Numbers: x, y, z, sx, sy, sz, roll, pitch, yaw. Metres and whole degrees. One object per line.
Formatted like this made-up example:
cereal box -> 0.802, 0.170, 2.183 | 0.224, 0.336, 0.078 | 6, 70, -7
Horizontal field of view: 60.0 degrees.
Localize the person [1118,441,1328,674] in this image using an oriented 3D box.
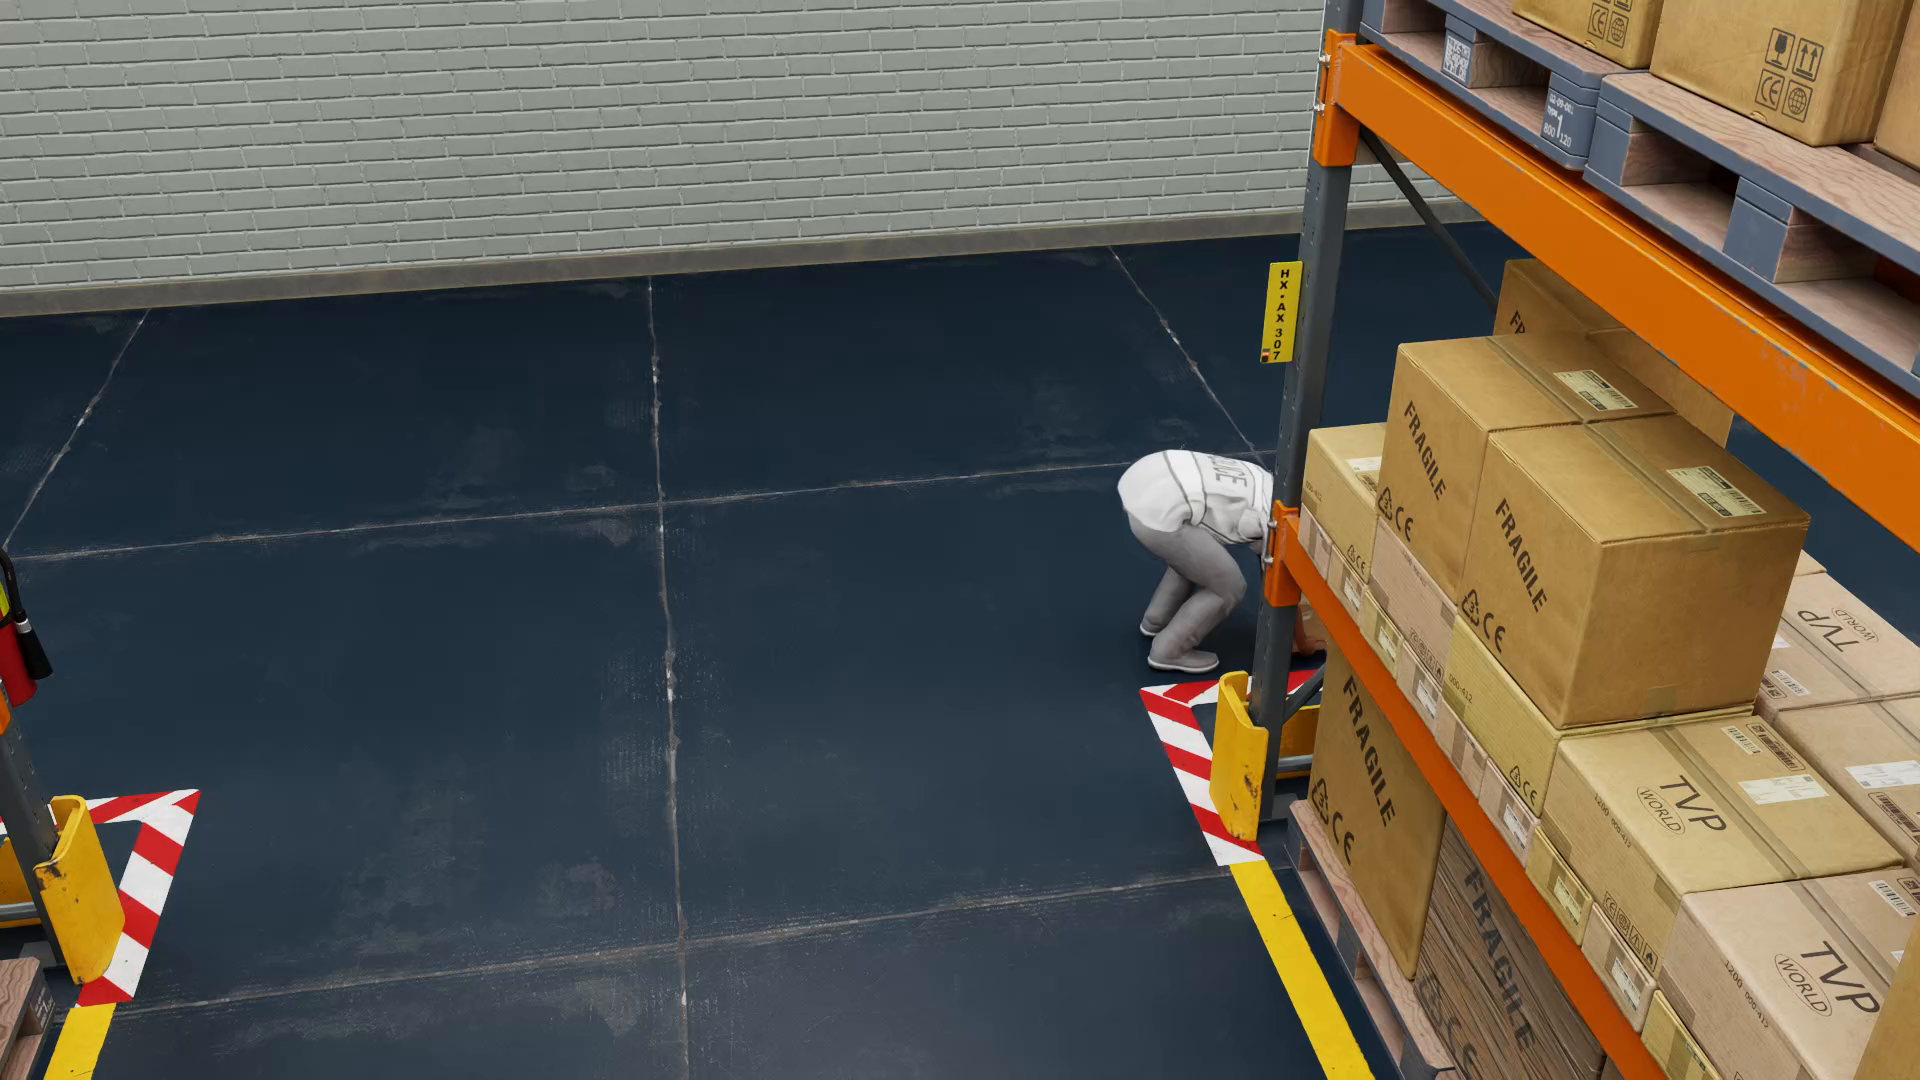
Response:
person -> 1.081, 0.063, 6.765 | 0.904, 0.907, 0.465 | -3, 31, -5
